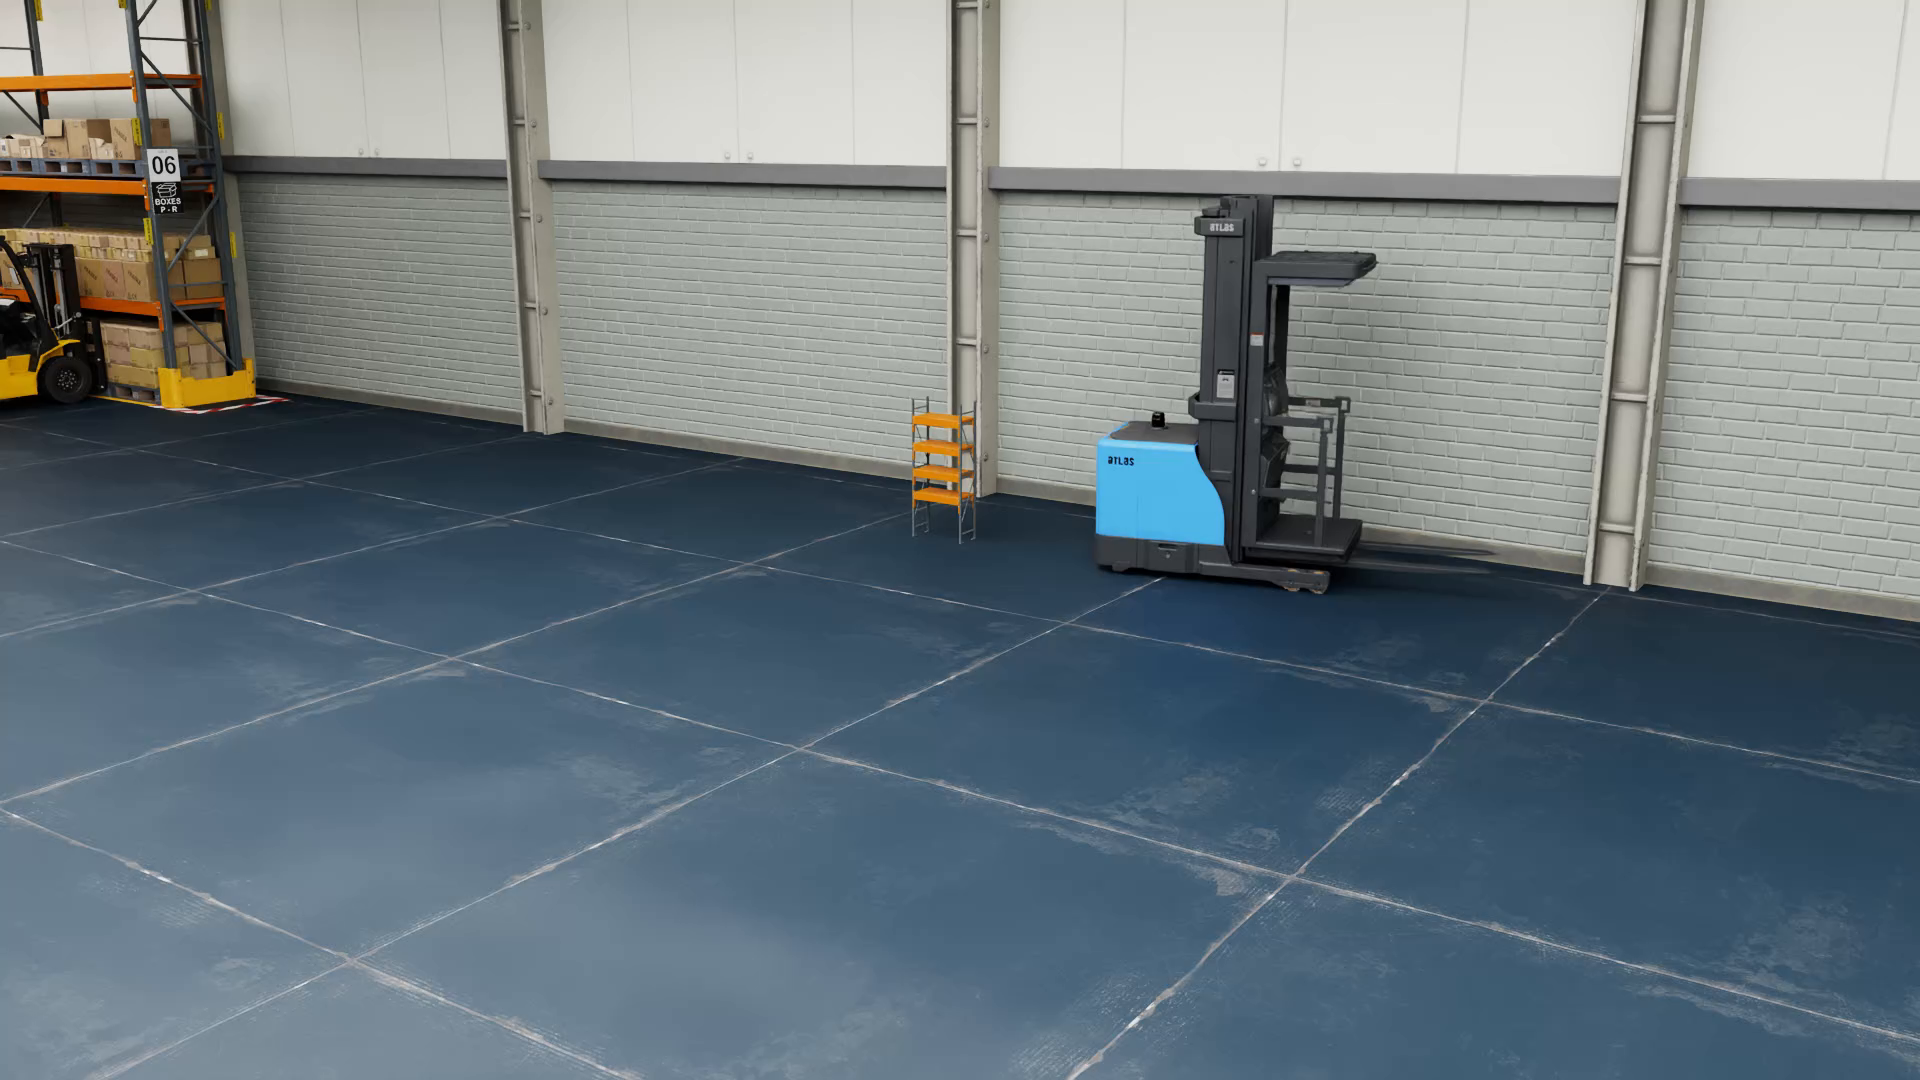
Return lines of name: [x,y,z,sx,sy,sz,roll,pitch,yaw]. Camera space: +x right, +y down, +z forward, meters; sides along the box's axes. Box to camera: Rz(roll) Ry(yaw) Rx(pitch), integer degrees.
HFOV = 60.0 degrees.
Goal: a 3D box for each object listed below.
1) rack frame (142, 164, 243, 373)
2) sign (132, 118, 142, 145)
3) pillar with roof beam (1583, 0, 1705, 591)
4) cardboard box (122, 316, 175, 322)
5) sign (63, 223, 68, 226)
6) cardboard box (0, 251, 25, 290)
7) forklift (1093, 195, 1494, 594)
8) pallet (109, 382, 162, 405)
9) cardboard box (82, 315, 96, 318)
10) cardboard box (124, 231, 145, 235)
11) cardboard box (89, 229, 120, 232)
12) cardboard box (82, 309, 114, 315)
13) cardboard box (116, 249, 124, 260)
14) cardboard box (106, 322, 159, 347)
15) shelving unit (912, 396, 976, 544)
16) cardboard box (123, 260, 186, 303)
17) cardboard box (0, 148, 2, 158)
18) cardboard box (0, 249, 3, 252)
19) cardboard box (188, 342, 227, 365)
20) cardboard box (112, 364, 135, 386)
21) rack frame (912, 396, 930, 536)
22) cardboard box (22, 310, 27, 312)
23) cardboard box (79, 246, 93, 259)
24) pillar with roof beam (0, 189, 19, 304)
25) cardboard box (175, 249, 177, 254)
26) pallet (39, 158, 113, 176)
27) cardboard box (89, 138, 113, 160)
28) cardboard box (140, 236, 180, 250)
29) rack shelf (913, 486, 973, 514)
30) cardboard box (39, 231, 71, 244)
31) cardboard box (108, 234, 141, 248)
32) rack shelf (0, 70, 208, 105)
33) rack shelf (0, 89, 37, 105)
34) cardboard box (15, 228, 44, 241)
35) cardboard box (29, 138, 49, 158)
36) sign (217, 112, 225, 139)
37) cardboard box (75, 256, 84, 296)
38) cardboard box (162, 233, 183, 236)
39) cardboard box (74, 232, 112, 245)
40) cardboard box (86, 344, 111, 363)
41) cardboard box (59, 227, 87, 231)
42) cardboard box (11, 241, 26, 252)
rack frame: [-9.762,-3.260,21.250,0.127,3.000,1.000,9,17,33]
sign: [-10.077,-5.001,20.363,0.005,0.325,0.100,9,17,33]
pillar with roof beam: [2.696,-3.173,8.414,0.400,9.000,9.100,9,17,33]
cardboard box: [-10.881,-2.852,22.370,0.500,0.250,0.500,9,17,32]
sign: [-12.773,-4.366,23.752,0.005,0.325,0.100,9,17,33]
cardboard box: [-12.859,-3.733,22.955,0.500,0.500,0.500,9,16,31]
forklift: [2.640,-1.158,12.902,3.031,2.935,1.130,5,15,19]
pallet: [-10.420,-2.001,21.966,1.213,0.211,1.003,9,17,33]
cardboard box: [-12.017,-2.888,22.517,0.500,0.250,0.500,10,17,35]
cardboard box: [-10.939,-4.051,22.269,0.250,0.149,0.380,9,16,31]
cardboard box: [-11.603,-4.144,22.642,0.250,0.149,0.380,9,16,32]
cardboard box: [-12.136,-3.059,23.204,0.500,0.250,0.500,9,16,32]
cardboard box: [-10.616,-3.689,21.427,0.250,0.149,0.380,10,17,34]
cardboard box: [-10.745,-2.681,21.680,0.500,0.250,0.500,10,17,34]
shelving unit: [-0.137,-0.605,14.269,0.503,1.200,0.258,9,17,33]
cardboard box: [-10.317,-3.322,21.293,0.500,0.500,0.500,9,16,32]
cardboard box: [-12.878,-5.262,22.537,0.250,0.149,0.380,10,17,34]
cardboard box: [-13.631,-3.981,23.435,0.500,0.250,0.500,9,16,32]
cardboard box: [-10.036,-2.476,21.892,0.500,0.250,0.500,10,17,34]
cardboard box: [-10.736,-2.198,21.807,0.500,0.250,0.500,9,17,33]
rack frame: [-0.340,-0.637,14.401,0.015,1.200,0.240,9,17,33]
cardboard box: [-14.160,-3.021,24.352,0.625,0.625,0.875,9,17,32]
cardboard box: [-11.284,-3.781,21.798,0.250,0.149,0.380,9,17,33]
pillar with roof beam: [-17.218,-6.392,21.416,0.400,9.000,9.100,9,17,33]
cardboard box: [-10.139,-3.741,21.635,0.250,0.149,0.380,9,17,33]
pallet: [-11.351,-4.937,21.965,1.213,0.211,1.003,9,17,33]
cardboard box: [-10.830,-4.988,21.185,0.258,0.266,0.396,9,17,33]
cardboard box: [-10.177,-3.774,21.149,0.250,0.149,0.380,9,17,33]
rack shelf: [-0.137,-0.347,14.333,0.480,0.148,0.258,9,17,33]
cardboard box: [-12.112,-4.068,22.339,0.250,0.149,0.380,9,16,32]
cardboard box: [-10.796,-3.879,21.572,0.250,0.149,0.380,9,17,33]
rack shelf: [-11.422,-5.897,21.747,4.000,0.370,1.077,9,17,33]
rack shelf: [-14.741,-6.433,23.914,4.000,0.370,1.077,9,17,33]
cardboard box: [-12.705,-4.189,22.825,0.250,0.149,0.380,9,17,34]
cardboard box: [-12.019,-5.180,21.962,0.258,0.266,0.396,9,16,31]
sign: [-9.447,-5.289,21.219,0.005,0.325,0.100,9,17,33]
cardboard box: [-11.591,-3.528,22.123,0.500,0.500,0.500,9,17,33]
cardboard box: [-10.347,-3.930,21.779,0.250,0.149,0.380,10,17,34]
cardboard box: [-11.453,-3.978,21.975,0.250,0.149,0.380,9,17,34]
cardboard box: [-11.191,-2.509,22.025,0.500,0.250,0.500,9,16,32]
cardboard box: [-12.236,-4.247,23.060,0.250,0.149,0.380,9,17,32]
cardboard box: [-12.748,-4.030,22.804,0.250,0.149,0.380,10,17,34]
